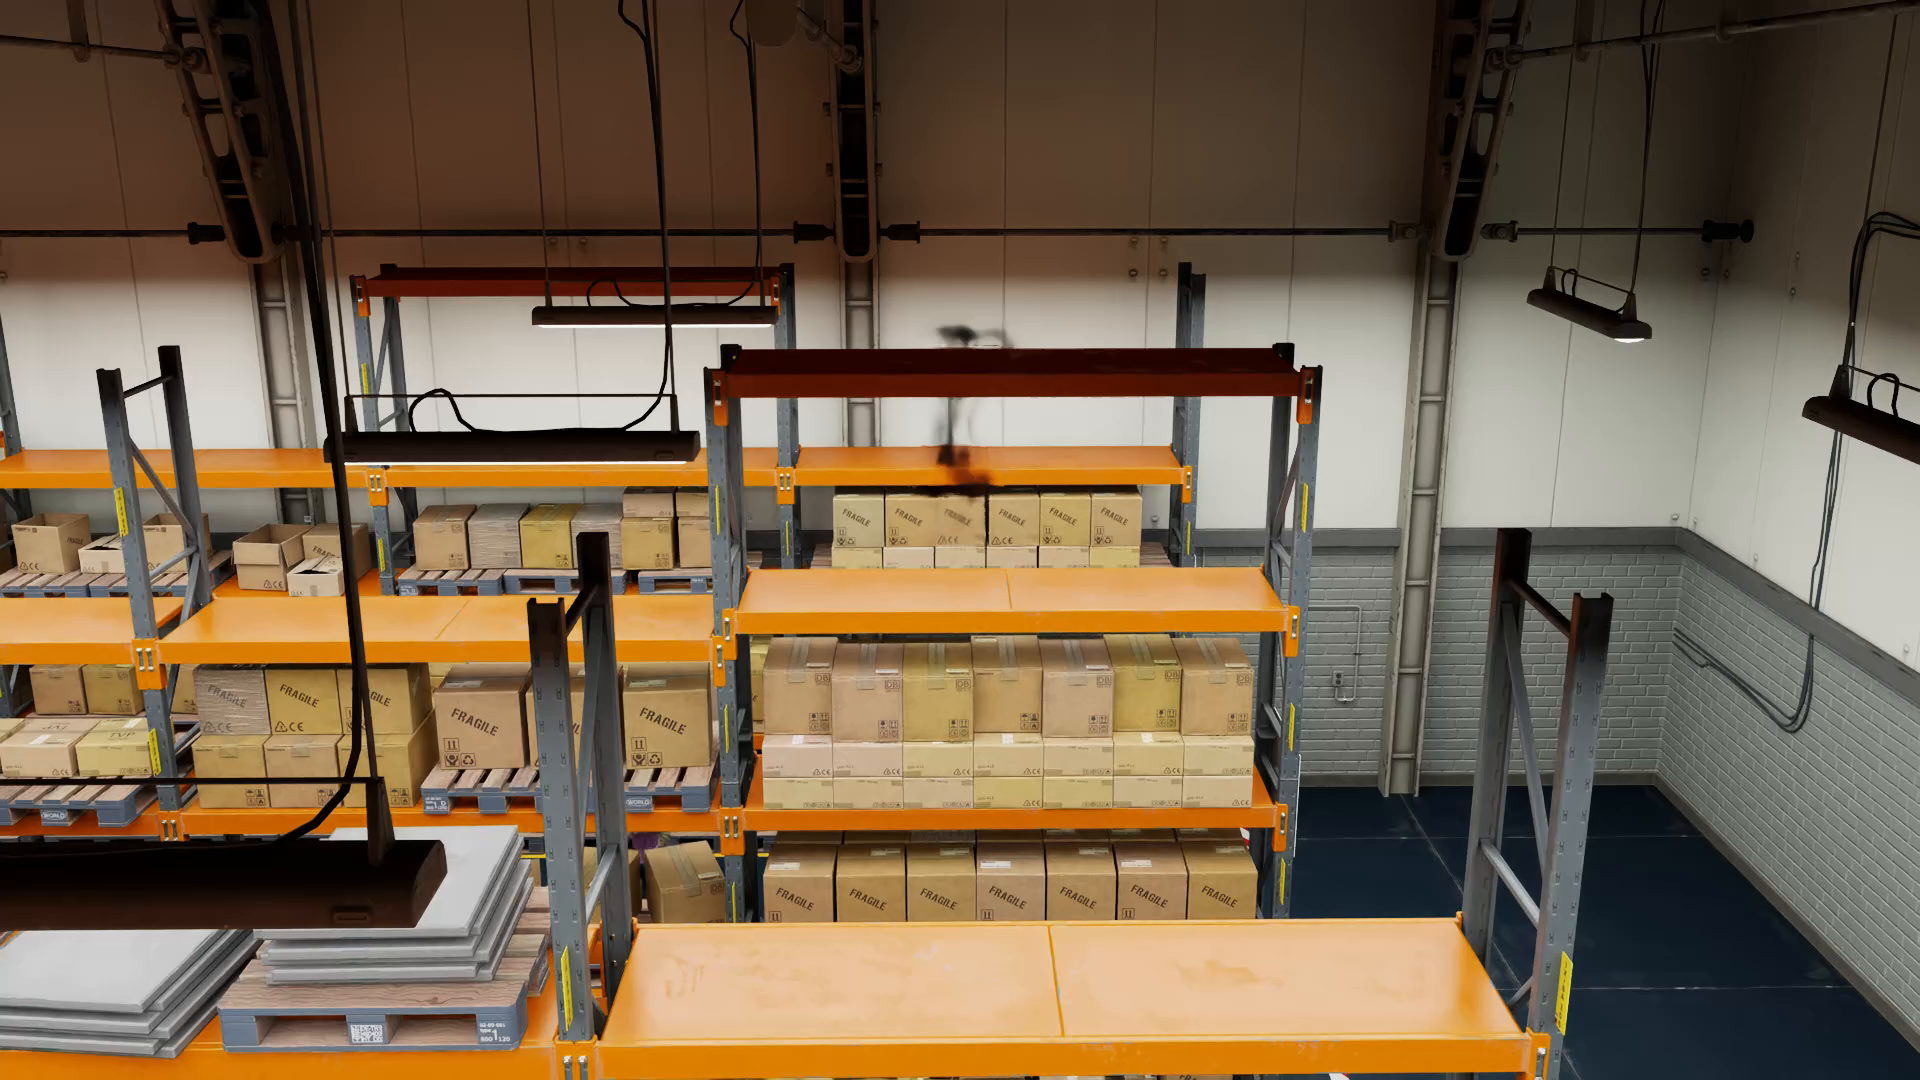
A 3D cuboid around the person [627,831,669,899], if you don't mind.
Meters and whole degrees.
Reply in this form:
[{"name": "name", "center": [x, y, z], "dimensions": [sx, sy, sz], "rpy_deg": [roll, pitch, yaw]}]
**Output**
[{"name": "person", "center": [-2.938, 2.984, 15.537], "dimensions": [0.577, 1.543, 0.538], "rpy_deg": [-2, 16, -7]}]
